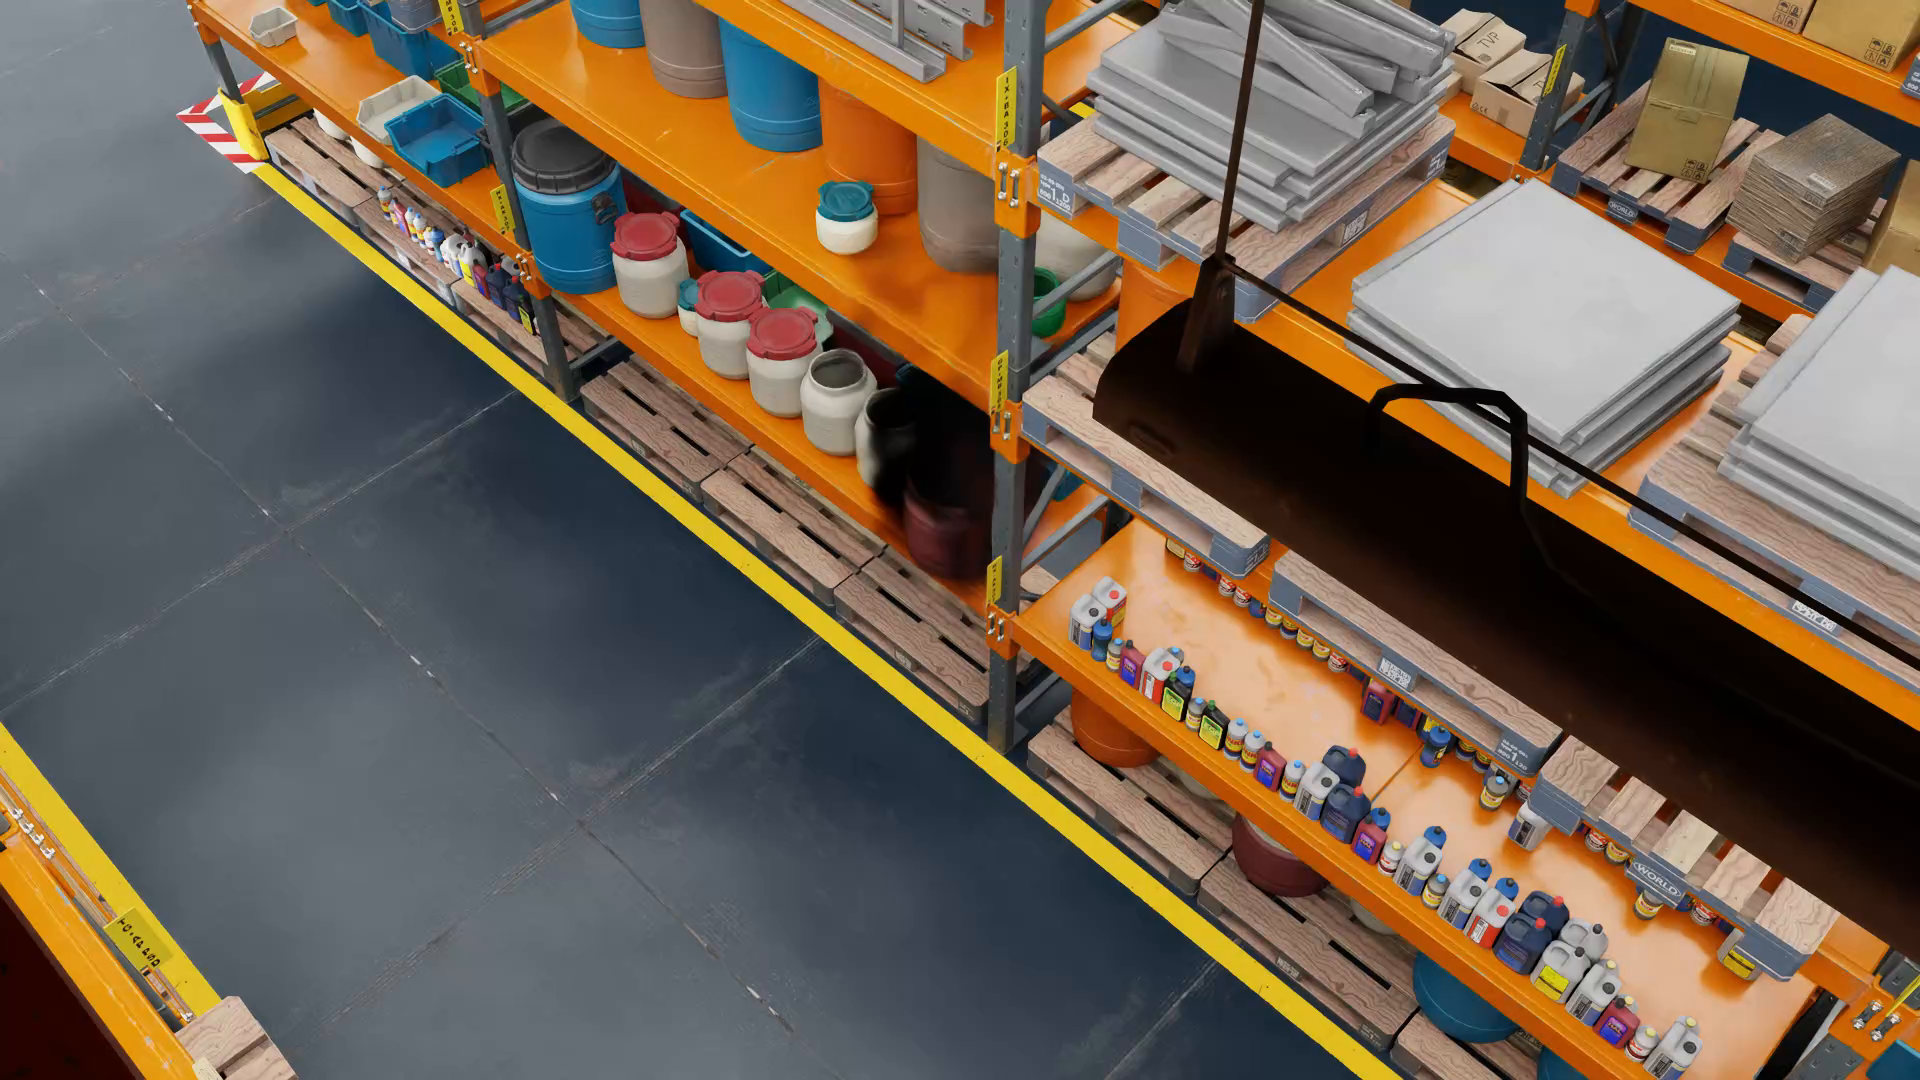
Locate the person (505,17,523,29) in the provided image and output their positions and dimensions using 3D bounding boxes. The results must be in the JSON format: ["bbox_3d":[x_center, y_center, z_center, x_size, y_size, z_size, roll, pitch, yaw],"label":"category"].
[{"bbox_3d":[-3.989,-4.573,13.144,0.826,1.670,0.608,22,53,17],"label":"person"}]
